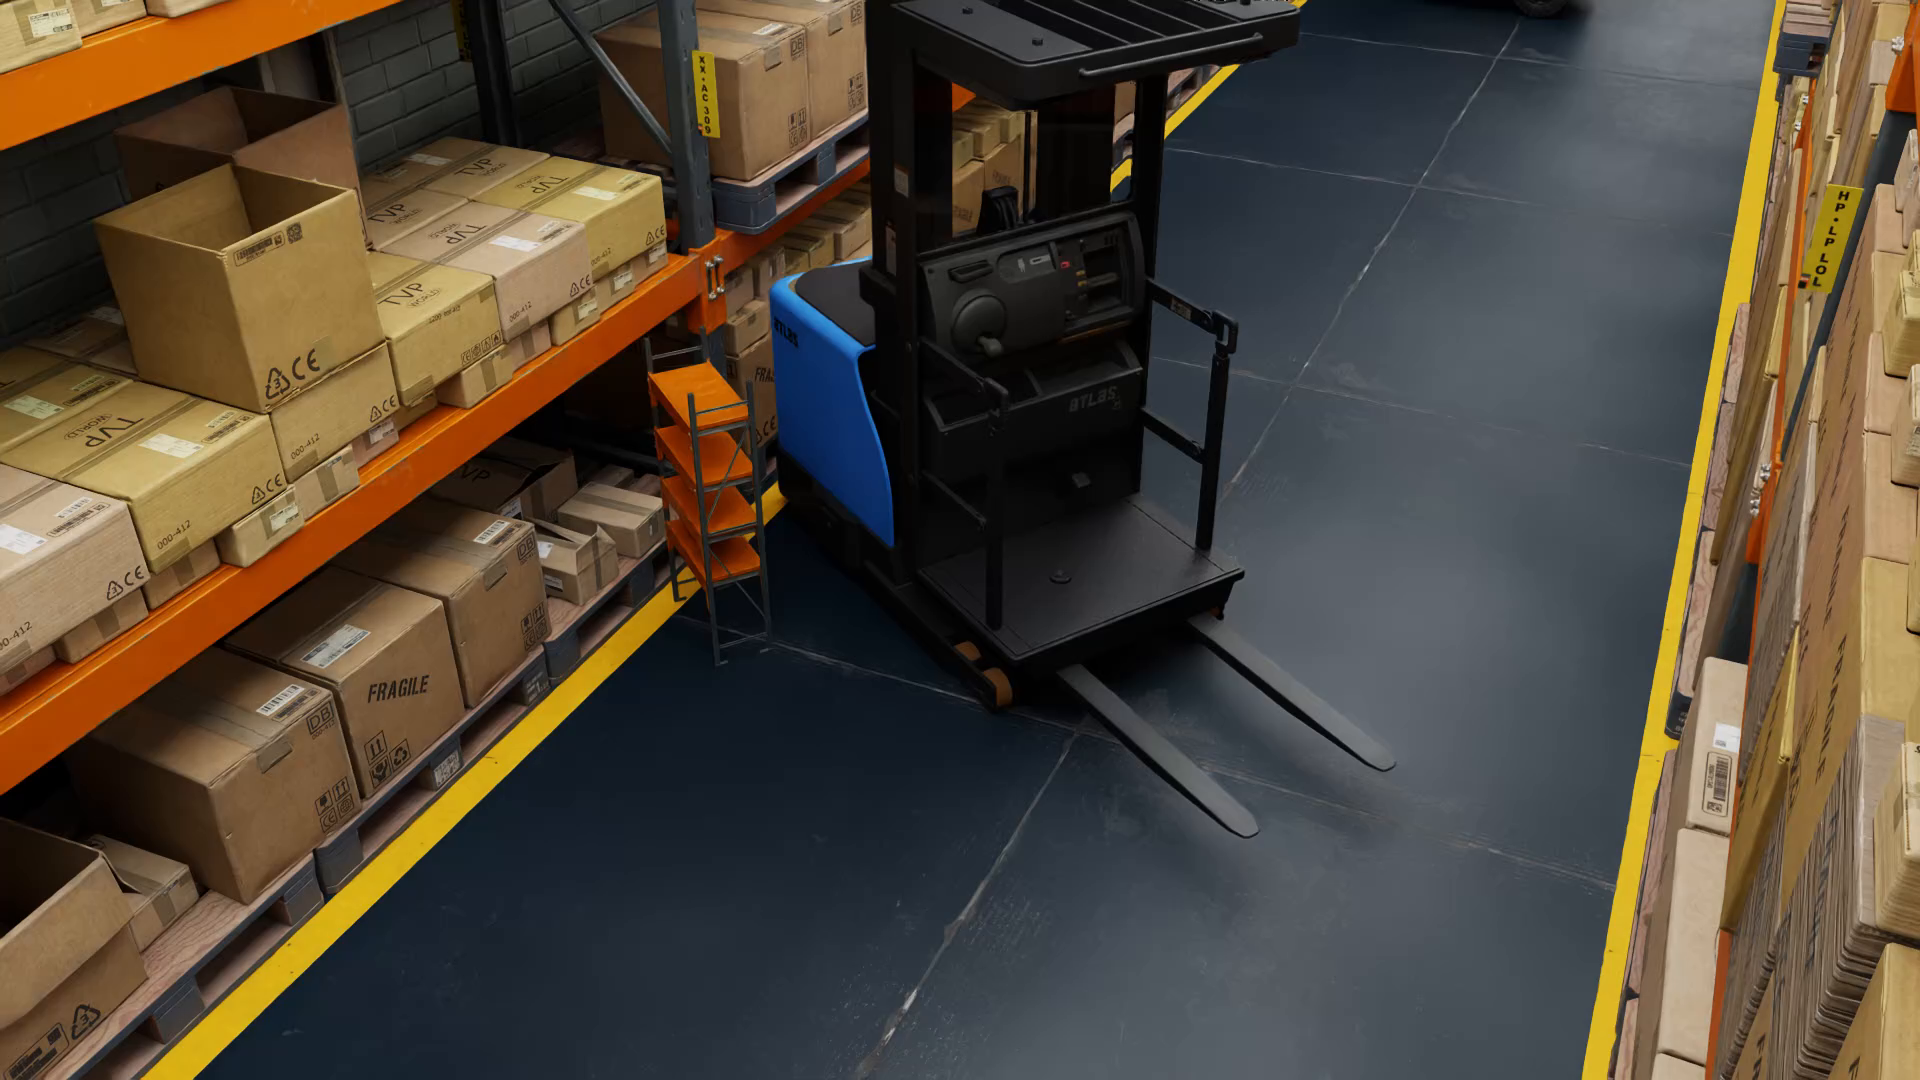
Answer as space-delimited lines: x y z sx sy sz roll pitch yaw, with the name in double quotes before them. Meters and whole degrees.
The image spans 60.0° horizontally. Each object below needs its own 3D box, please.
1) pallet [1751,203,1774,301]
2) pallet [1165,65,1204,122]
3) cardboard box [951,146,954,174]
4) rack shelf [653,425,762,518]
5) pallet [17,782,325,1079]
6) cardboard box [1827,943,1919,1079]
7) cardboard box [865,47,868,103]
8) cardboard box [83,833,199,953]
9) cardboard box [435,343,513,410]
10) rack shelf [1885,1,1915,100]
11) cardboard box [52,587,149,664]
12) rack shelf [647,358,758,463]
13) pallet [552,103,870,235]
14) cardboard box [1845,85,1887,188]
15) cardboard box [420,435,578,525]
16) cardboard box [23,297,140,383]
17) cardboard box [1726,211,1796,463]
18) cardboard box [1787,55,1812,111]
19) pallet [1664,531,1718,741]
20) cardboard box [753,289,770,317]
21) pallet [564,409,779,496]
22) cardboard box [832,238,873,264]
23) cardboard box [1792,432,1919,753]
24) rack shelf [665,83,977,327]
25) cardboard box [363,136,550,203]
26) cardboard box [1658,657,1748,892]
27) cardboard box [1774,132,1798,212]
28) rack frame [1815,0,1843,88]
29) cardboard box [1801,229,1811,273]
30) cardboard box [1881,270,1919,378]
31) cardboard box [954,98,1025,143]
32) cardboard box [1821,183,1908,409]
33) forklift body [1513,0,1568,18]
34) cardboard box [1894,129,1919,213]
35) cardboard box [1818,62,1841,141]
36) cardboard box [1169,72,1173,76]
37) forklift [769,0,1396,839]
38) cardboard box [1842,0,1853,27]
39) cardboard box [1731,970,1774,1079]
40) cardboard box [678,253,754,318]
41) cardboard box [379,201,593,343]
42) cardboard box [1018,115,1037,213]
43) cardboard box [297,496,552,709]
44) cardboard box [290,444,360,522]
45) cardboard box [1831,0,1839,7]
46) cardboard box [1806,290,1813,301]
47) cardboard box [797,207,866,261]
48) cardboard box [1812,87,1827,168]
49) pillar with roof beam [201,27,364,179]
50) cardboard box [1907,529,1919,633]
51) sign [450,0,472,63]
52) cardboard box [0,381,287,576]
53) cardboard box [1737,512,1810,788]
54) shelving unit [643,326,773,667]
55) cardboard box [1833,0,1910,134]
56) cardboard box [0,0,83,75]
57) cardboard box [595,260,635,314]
"pallet" 5.051 -1.524 9.382 1.003 0.211 1.213 14 36 20
"pallet" 1.104 -3.279 12.058 1.003 0.211 1.213 14 36 20
"cardboard box" -0.256 -2.026 8.910 0.380 0.149 0.250 14 36 20
"rack shelf" -0.961 -0.289 6.312 0.258 0.148 0.480 -16 36 -22
"pallet" -2.770 1.277 5.110 1.003 0.211 1.213 14 36 20
"cardboard box" 1.361 0.928 2.096 0.500 0.500 0.500 15 36 22
"cardboard box" -0.531 -2.170 7.563 0.396 0.266 0.258 16 36 23
"cardboard box" -2.579 1.077 5.089 0.380 0.149 0.250 13 35 19
"cardboard box" -1.757 -0.597 5.654 0.380 0.149 0.250 14 36 20
"rack shelf" 3.886 -2.259 5.880 1.077 0.370 4.000 14 36 20
"cardboard box" -2.443 0.162 4.496 0.380 0.149 0.250 15 36 22
"rack shelf" -0.961 -0.487 6.182 0.258 0.148 0.480 -16 36 -22
"pallet" -1.027 -1.739 7.341 1.003 0.211 1.213 14 36 20
"cardboard box" 3.008 -1.049 5.112 0.500 0.500 0.500 15 36 22
"cardboard box" -1.952 -0.223 6.923 0.500 0.311 0.500 15 36 22
"cardboard box" -2.536 -0.568 5.246 0.500 0.250 0.500 14 36 20
"cardboard box" 3.981 -0.820 7.320 0.875 0.875 0.875 15 36 21
"cardboard box" 6.179 -3.109 11.269 0.950 0.372 0.625 15 36 21
"pallet" 3.303 0.455 6.363 1.003 0.211 1.213 14 36 20
"cardboard box" -1.023 -1.121 7.529 0.380 0.149 0.250 13 35 19
"pallet" -1.155 -0.694 8.116 1.003 0.211 1.213 14 36 20
"cardboard box" -0.627 -1.281 8.364 0.500 0.500 0.500 13 35 19
"cardboard box" 1.975 0.166 3.259 0.500 0.500 0.500 14 36 20
"rack shelf" -0.624 -2.141 8.436 1.077 0.370 4.000 14 36 20
"cardboard box" -1.913 -1.323 6.398 0.500 0.250 0.500 14 36 20
"cardboard box" 2.689 0.875 5.134 0.875 0.438 0.875 14 36 20
"cardboard box" 5.269 -2.027 9.619 0.950 0.372 0.625 13 36 20
"rack frame" 4.723 -2.301 8.024 1.000 3.000 0.127 14 36 20
"cardboard box" 3.450 -1.028 6.219 0.500 0.250 0.500 13 35 19
"cardboard box" 2.223 -0.439 3.590 0.380 0.149 0.250 13 35 19
"cardboard box" 0.150 -2.393 9.469 0.380 0.149 0.250 12 35 18
"cardboard box" 2.630 -0.588 4.408 0.500 0.500 0.500 14 36 21
"forklift body" 4.423 -5.705 13.989 2.313 2.155 1.214 14 36 20
"cardboard box" 2.681 -0.943 4.358 0.380 0.149 0.250 14 36 20
"cardboard box" 3.849 -1.750 6.864 0.500 0.250 0.500 14 36 20
"cardboard box" 1.034 -3.591 11.774 0.875 0.625 0.625 13 35 19
"forklift" 0.398 -0.874 5.910 1.130 2.935 3.031 -19 38 -27
"cardboard box" 4.294 -2.572 7.434 0.500 0.500 0.500 13 35 19
"cardboard box" 1.561 1.094 2.756 0.500 0.500 0.500 13 36 19
"cardboard box" -1.124 -1.104 7.231 0.380 0.149 0.250 14 36 20
"cardboard box" -1.648 -0.945 5.822 0.500 0.250 0.500 14 36 21
"cardboard box" 0.231 -2.309 9.932 0.500 0.500 0.500 15 36 22
"cardboard box" -1.965 0.199 6.108 0.700 0.500 0.500 13 35 19
"cardboard box" -2.072 -0.216 5.073 0.380 0.149 0.250 15 36 22
"cardboard box" 4.660 -2.933 8.243 0.500 0.500 0.500 13 35 19
"cardboard box" 3.215 -0.982 5.692 0.500 0.250 0.500 15 36 22
"cardboard box" -0.686 -1.507 8.118 0.380 0.149 0.250 14 36 20
"cardboard box" 4.091 -1.793 7.386 0.500 0.250 0.500 13 35 19
"pillar with roof beam" 1.339 -2.827 3.355 9.100 9.000 0.400 14 36 20
"cardboard box" 1.828 0.079 2.800 0.380 0.149 0.250 15 36 22
"sign" -1.966 -2.056 6.594 0.100 0.325 0.005 14 36 20
"cardboard box" -2.280 -0.184 4.661 0.500 0.250 0.500 13 36 20
"cardboard box" 2.187 0.318 3.938 0.500 0.500 0.500 14 36 21
"shelving unit" -0.961 -0.159 6.397 0.258 1.200 0.503 -16 36 -22
"cardboard box" 3.651 -1.818 6.284 0.500 0.500 0.500 15 36 21
"cardboard box" -2.280 -1.202 3.841 0.380 0.149 0.250 14 36 20
"cardboard box" -1.454 -0.990 6.253 0.380 0.149 0.250 15 36 22
